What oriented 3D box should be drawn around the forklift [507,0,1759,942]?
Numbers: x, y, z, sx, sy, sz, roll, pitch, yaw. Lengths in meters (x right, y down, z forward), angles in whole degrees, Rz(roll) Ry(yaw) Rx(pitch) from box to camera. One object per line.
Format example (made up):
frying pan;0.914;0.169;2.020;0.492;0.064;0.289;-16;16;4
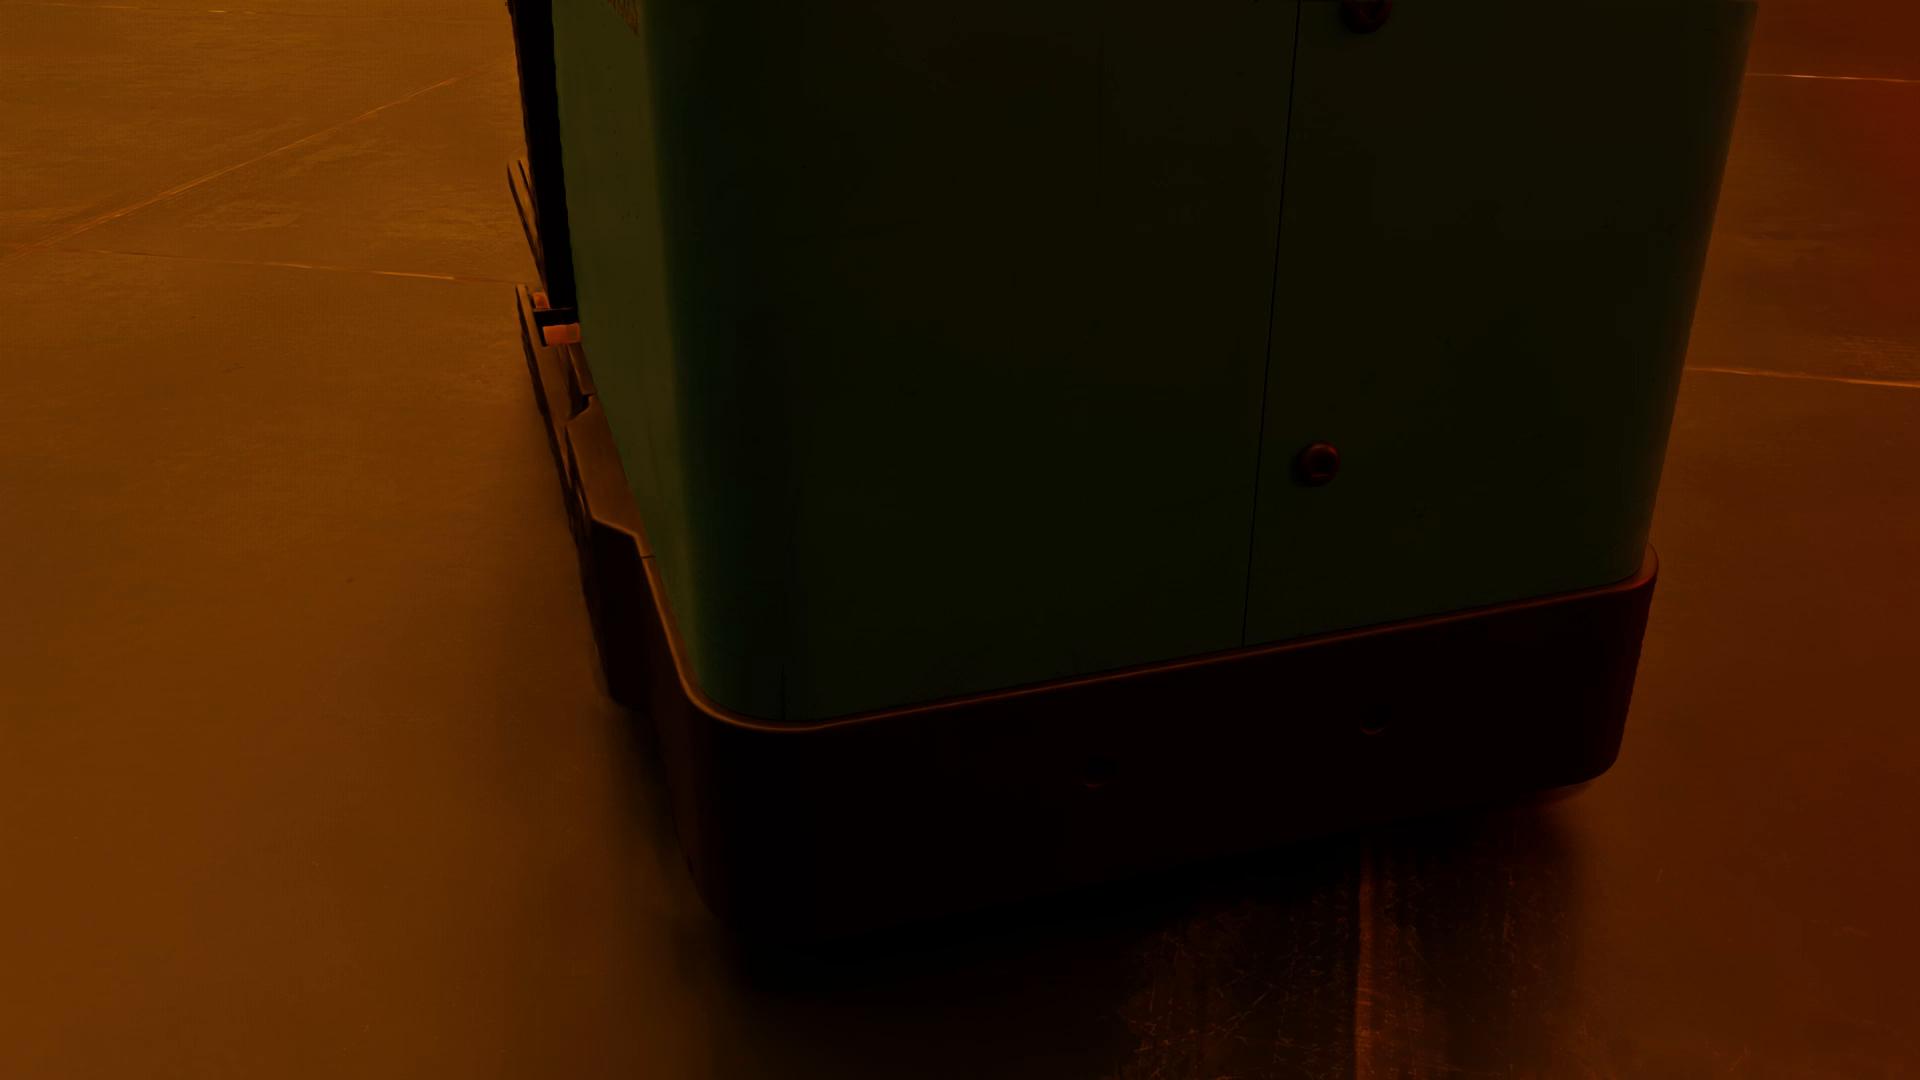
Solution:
forklift;-0.187;-1.570;2.359;1.130;2.935;3.031;-8;28;-16
